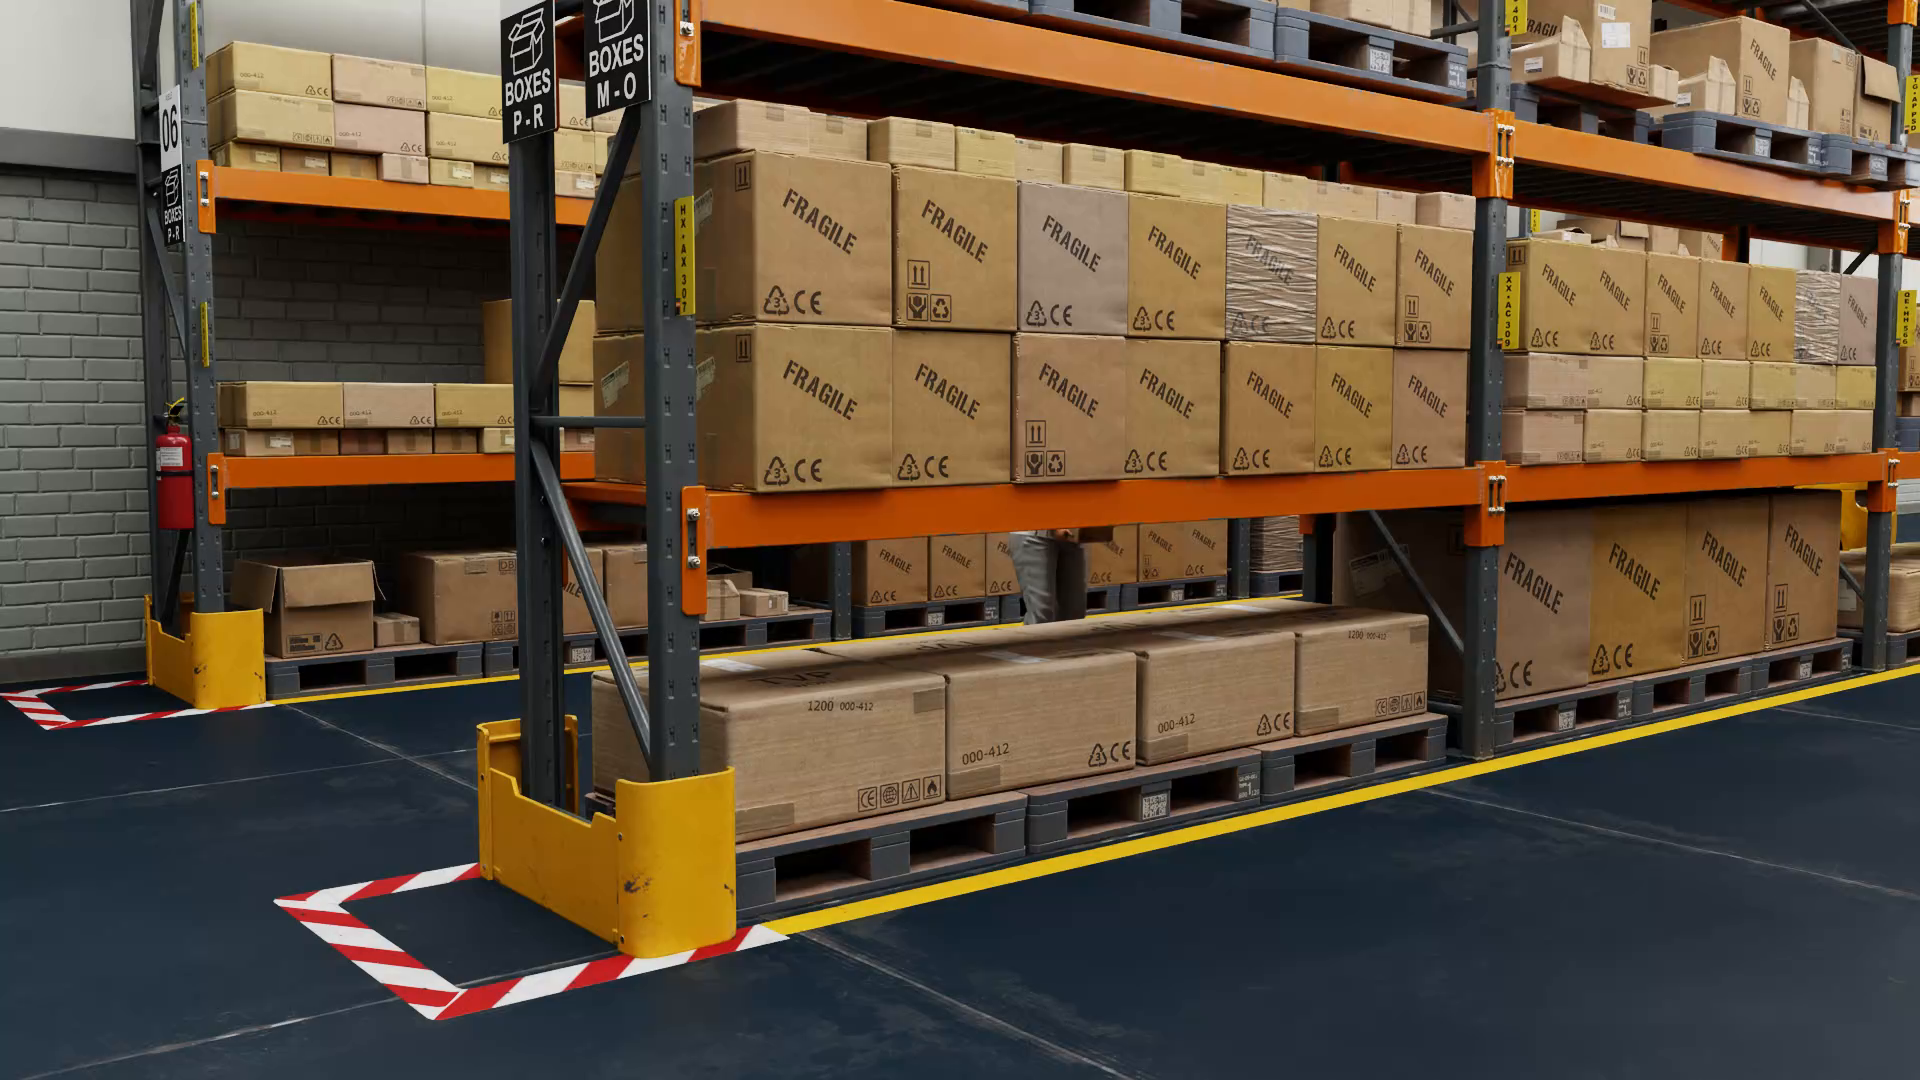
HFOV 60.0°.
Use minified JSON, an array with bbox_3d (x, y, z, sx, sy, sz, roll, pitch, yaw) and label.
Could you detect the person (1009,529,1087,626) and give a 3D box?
[{"bbox_3d":[0.536,0.022,9.022,0.454,1.655,0.541,-3,6,-38],"label":"person"}]
